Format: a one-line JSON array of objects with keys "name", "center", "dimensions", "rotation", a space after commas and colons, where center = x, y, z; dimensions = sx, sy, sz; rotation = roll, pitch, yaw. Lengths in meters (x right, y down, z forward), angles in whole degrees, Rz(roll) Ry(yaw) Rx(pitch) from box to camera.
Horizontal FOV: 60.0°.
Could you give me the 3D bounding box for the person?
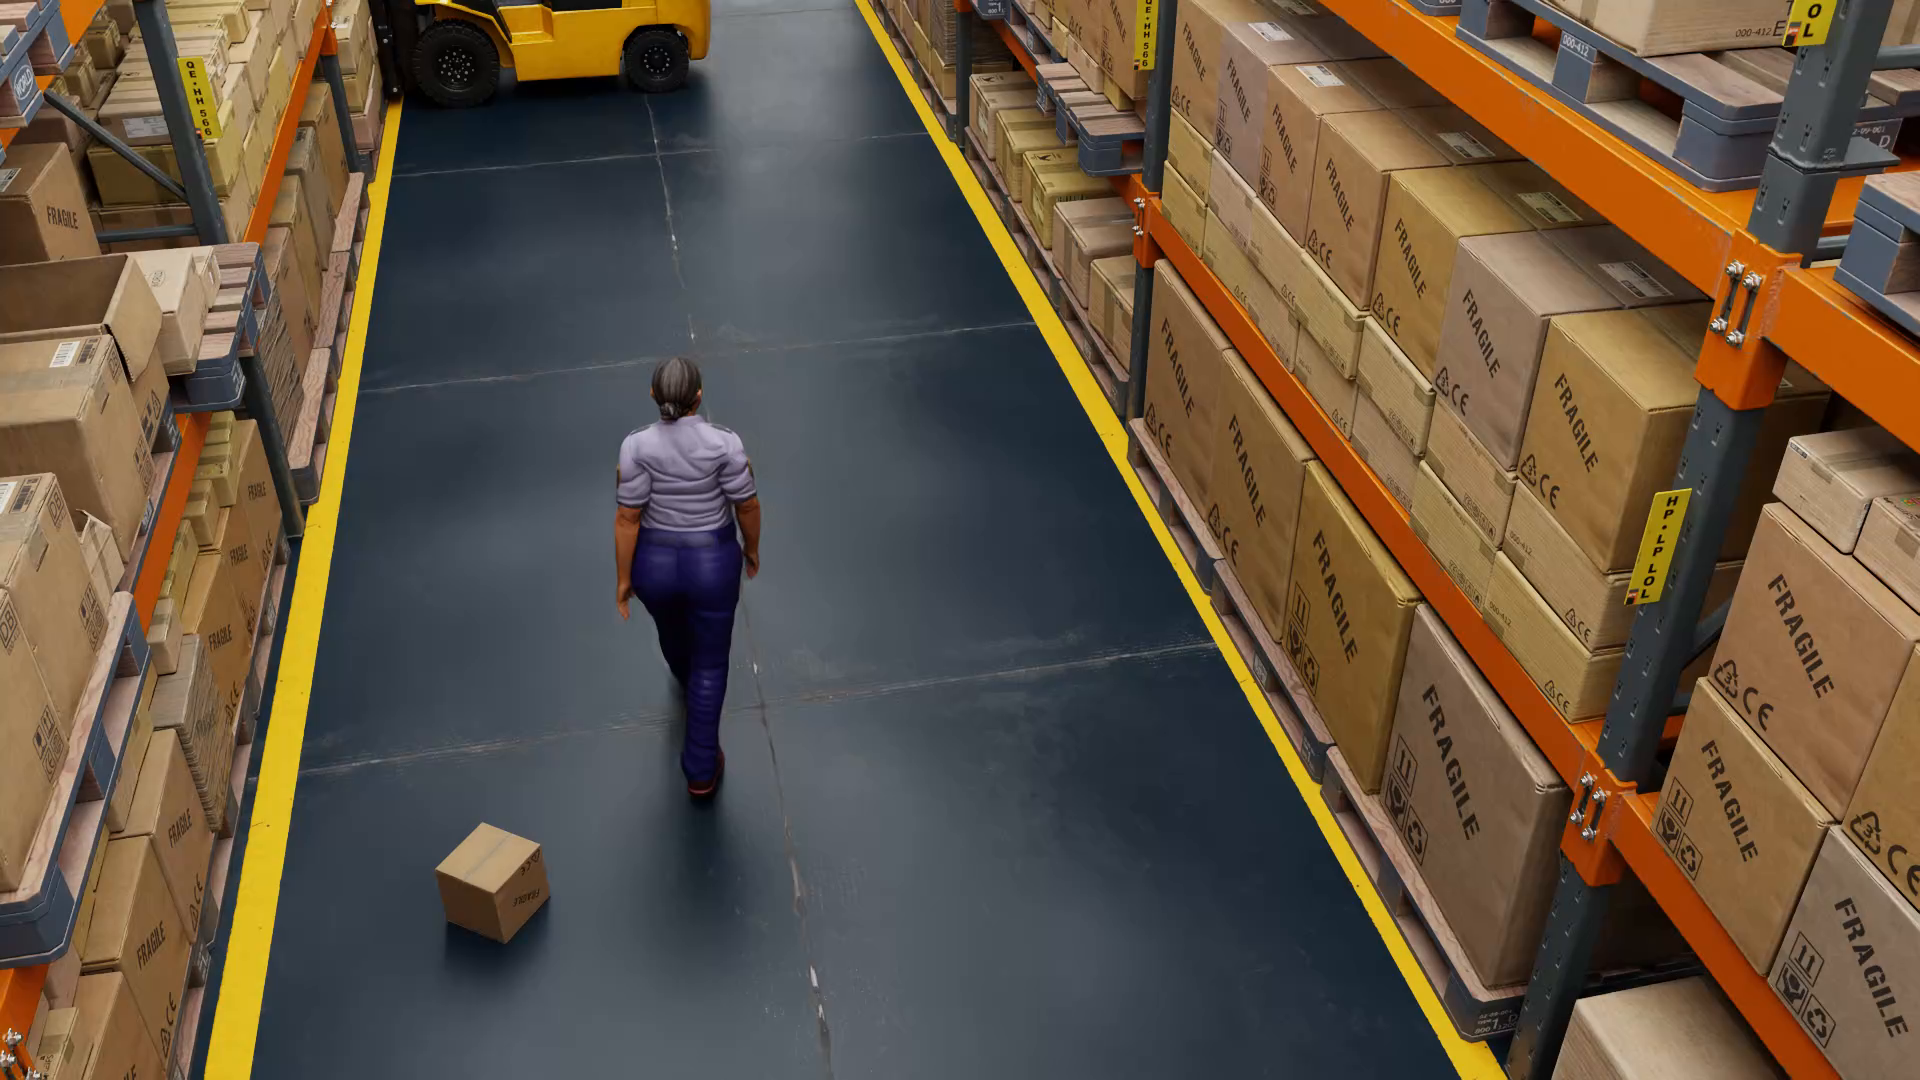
[{"name": "person", "center": [-0.967, 0.061, 6.062], "dimensions": [0.506, 1.601, 0.898], "rotation": [1, 35, 2]}]
